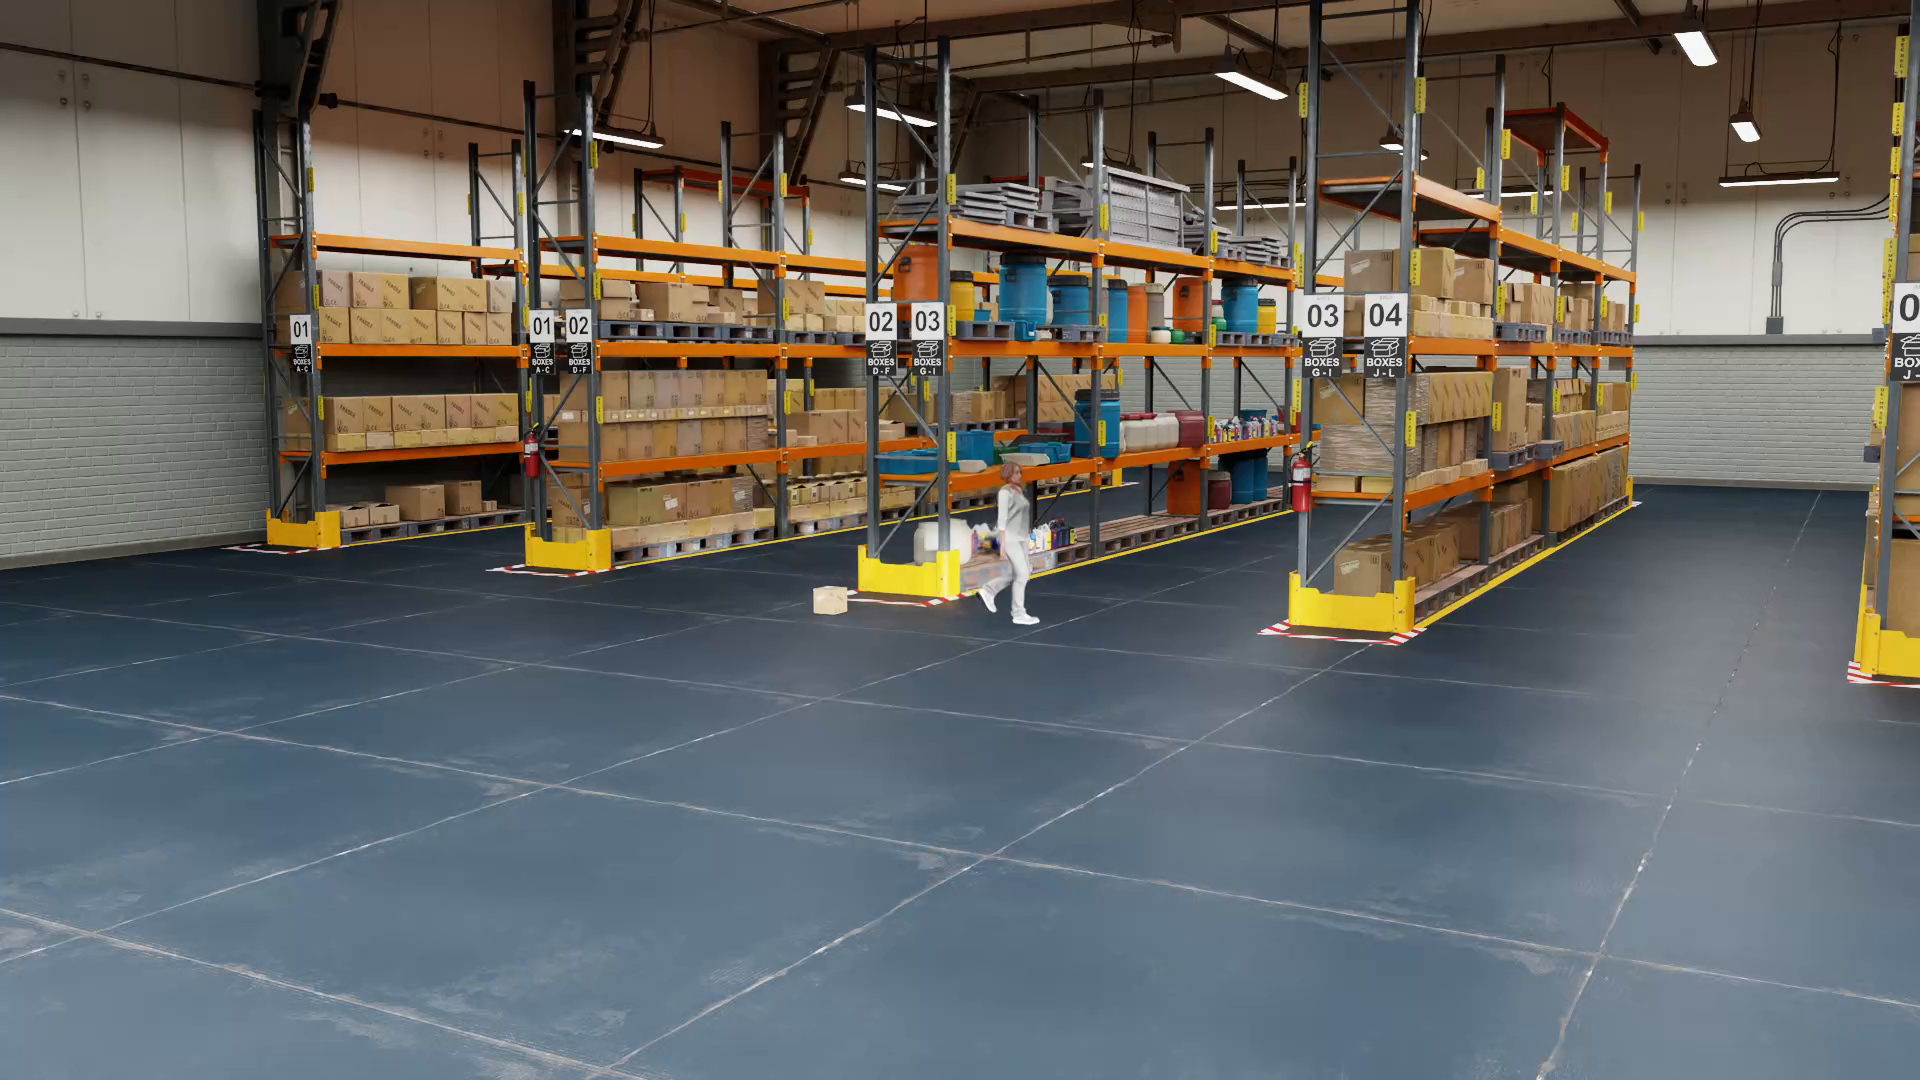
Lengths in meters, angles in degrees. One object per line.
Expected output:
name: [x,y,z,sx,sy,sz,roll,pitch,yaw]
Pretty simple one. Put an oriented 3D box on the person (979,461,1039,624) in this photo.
person: [0.474,0.019,16.201,0.667,1.578,0.415,2,7,22]
